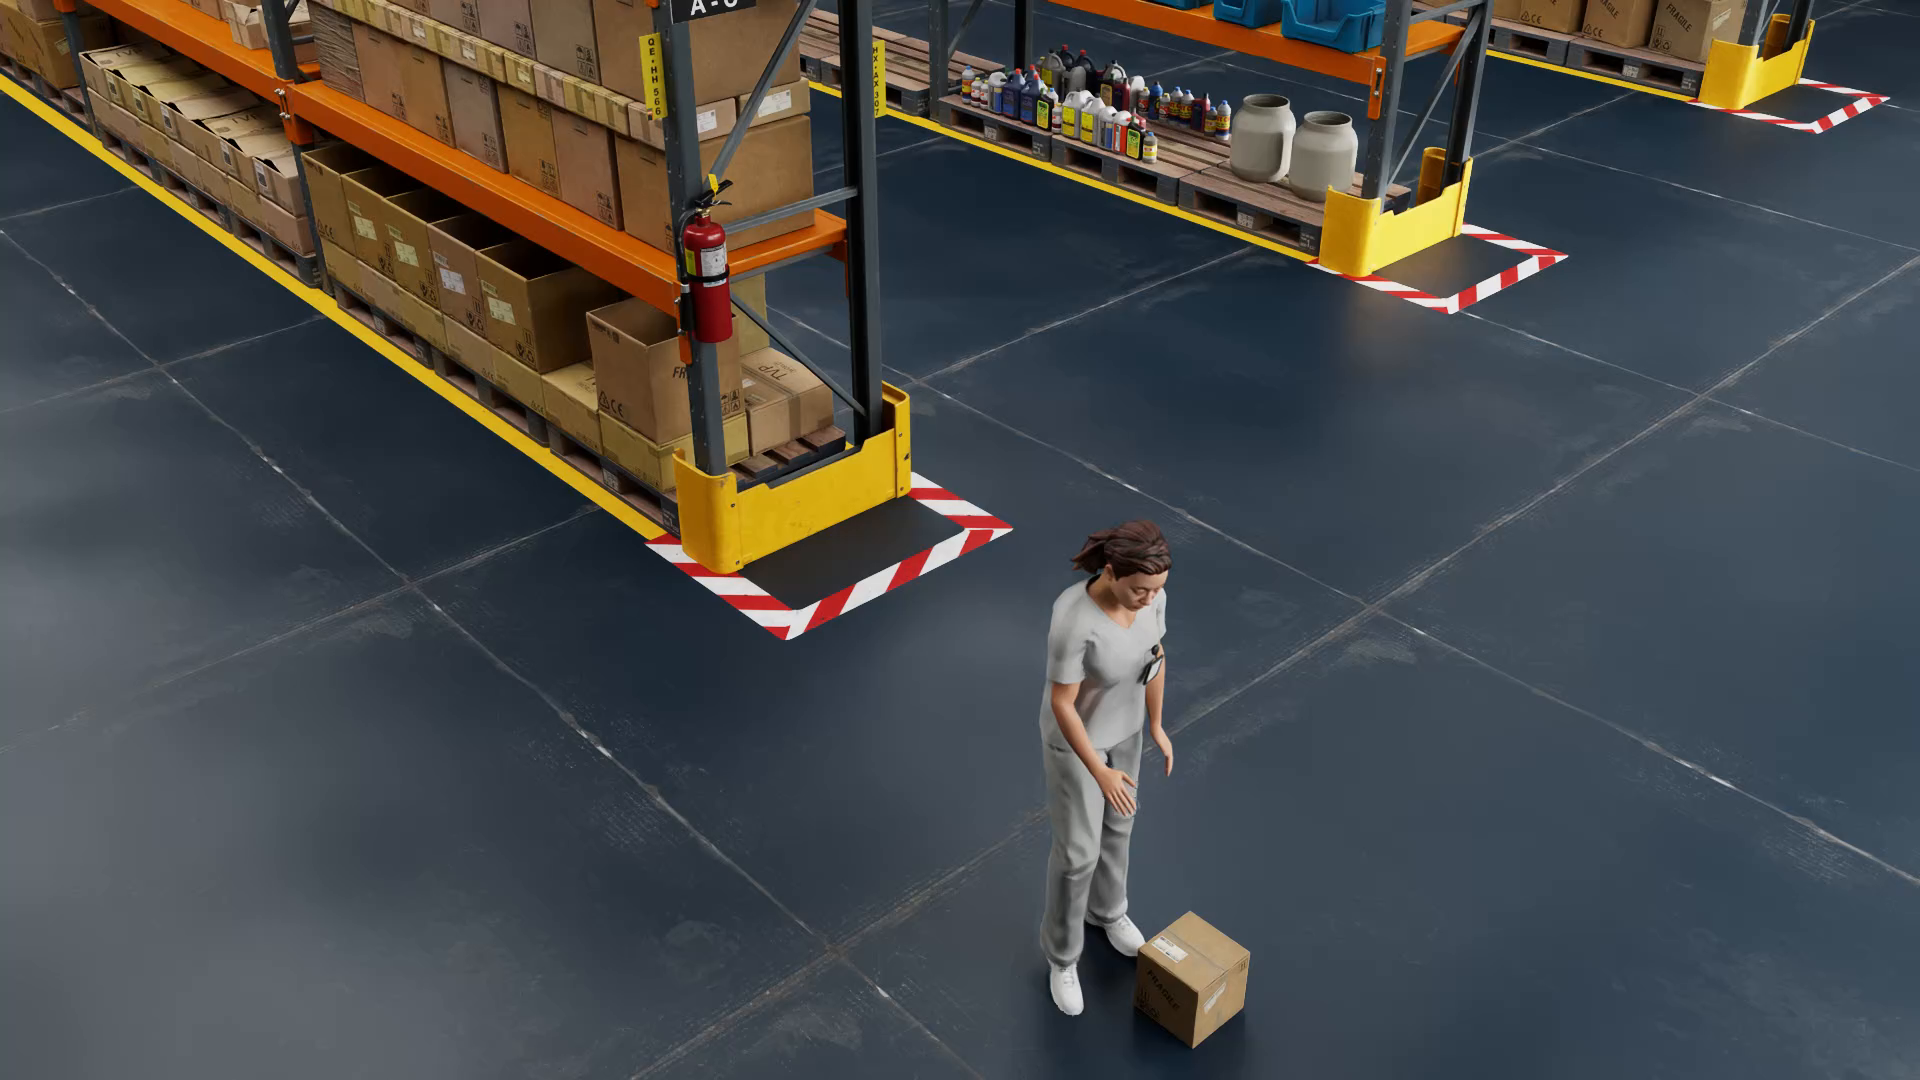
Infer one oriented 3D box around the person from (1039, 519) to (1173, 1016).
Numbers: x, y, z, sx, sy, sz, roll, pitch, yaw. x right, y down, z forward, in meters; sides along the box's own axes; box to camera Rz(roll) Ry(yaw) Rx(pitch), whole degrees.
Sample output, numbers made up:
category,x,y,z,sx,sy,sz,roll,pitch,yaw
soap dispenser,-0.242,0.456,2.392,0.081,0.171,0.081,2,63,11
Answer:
category,x,y,z,sx,sy,sz,roll,pitch,yaw
person,0.450,0.664,5.076,0.503,1.694,0.496,-22,38,-31
